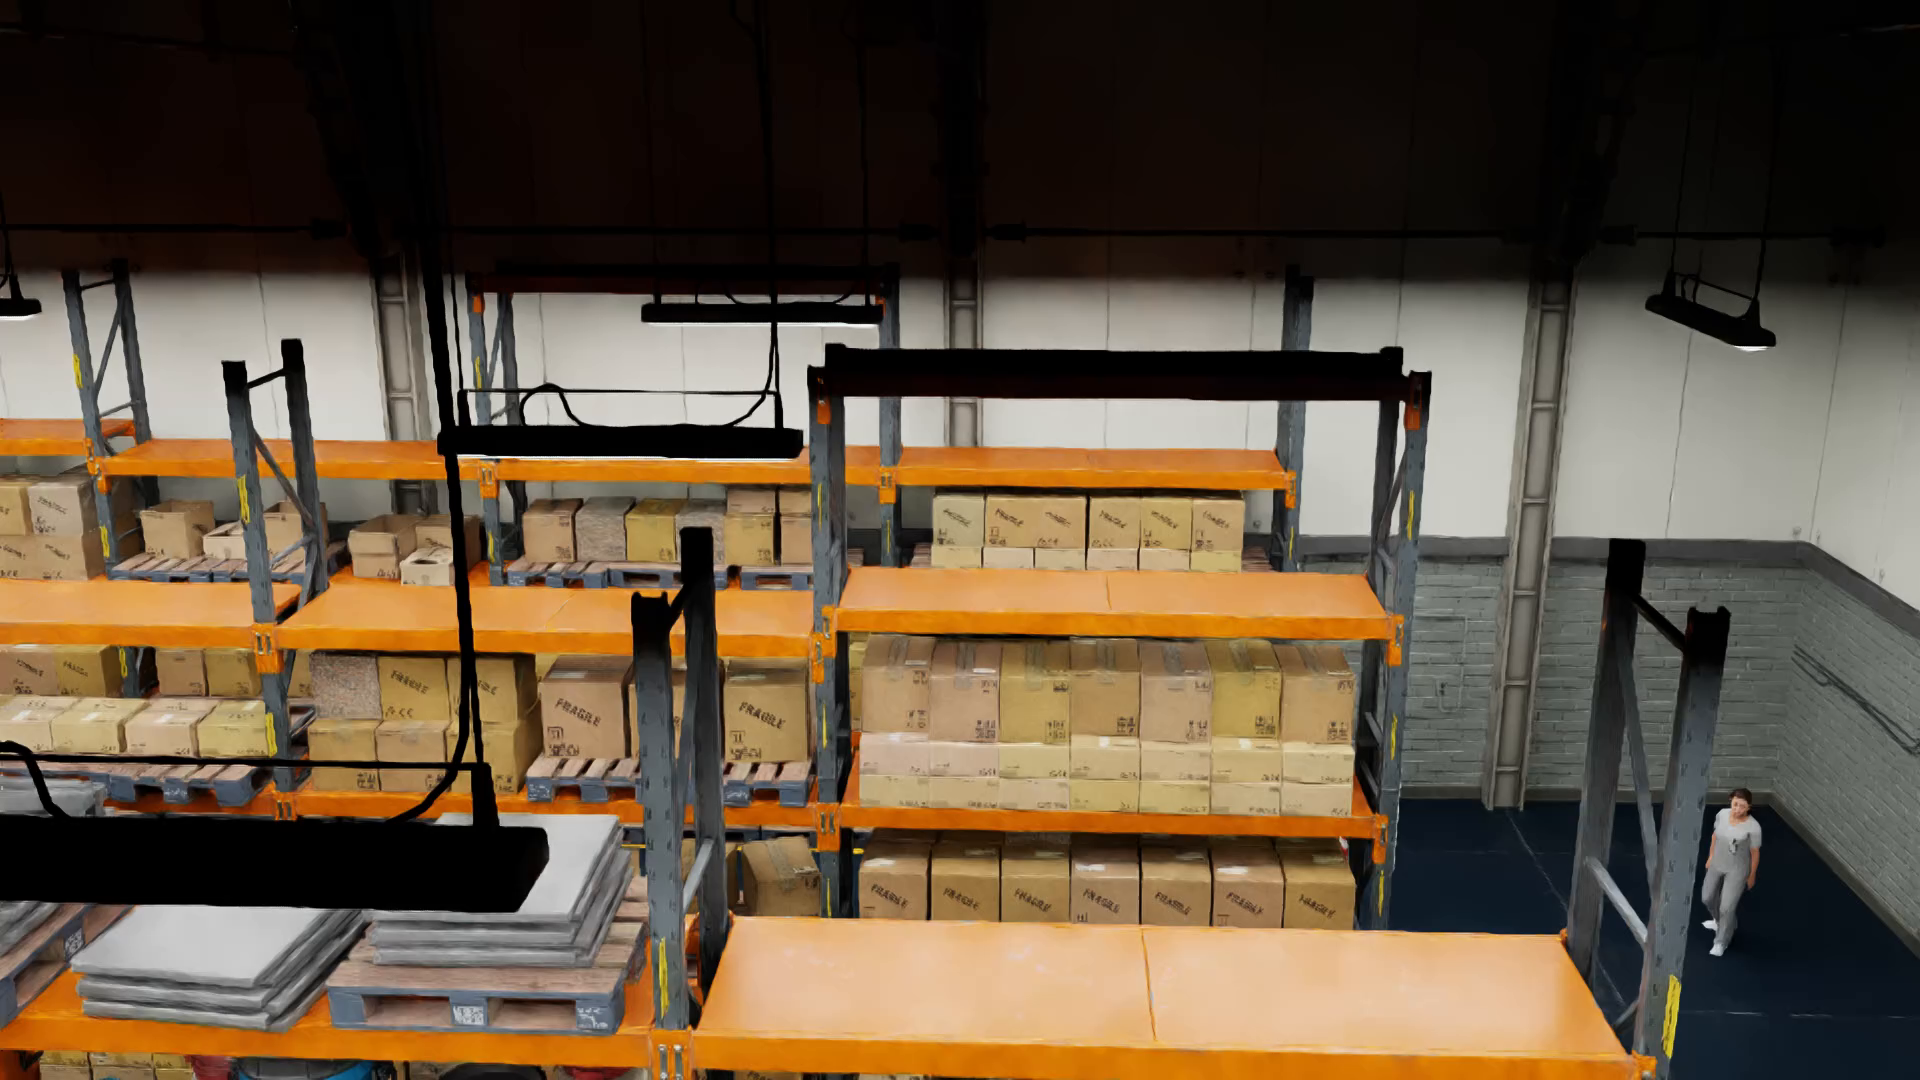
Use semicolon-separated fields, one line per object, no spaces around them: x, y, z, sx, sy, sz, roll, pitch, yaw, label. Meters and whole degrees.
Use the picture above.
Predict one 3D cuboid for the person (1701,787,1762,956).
7.129;3.001;15.315;0.529;1.659;0.514;-10;19;-31;person
